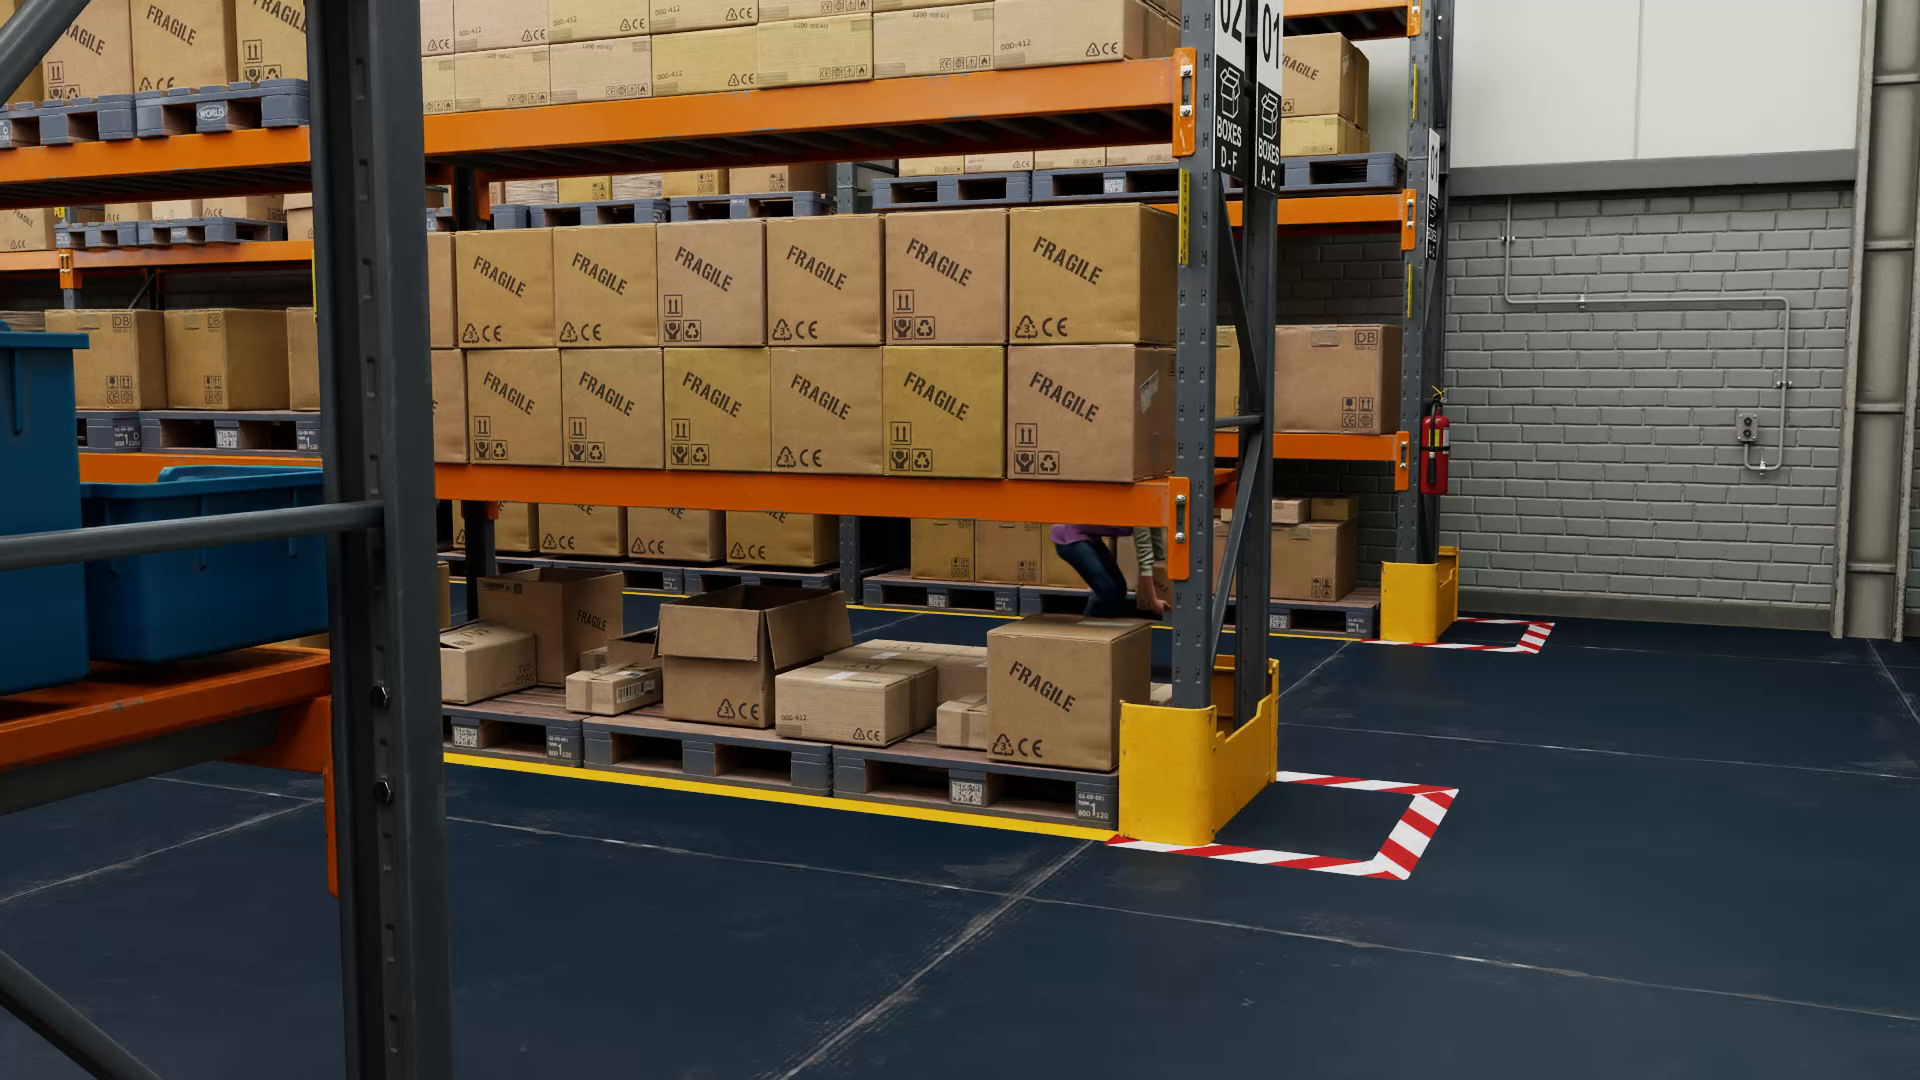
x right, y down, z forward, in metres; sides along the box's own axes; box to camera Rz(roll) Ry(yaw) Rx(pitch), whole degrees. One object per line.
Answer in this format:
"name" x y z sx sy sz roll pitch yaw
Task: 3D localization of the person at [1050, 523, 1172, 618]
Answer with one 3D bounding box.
"person" 0.929 0.202 9.492 0.846 1.094 0.402 2 6 21
